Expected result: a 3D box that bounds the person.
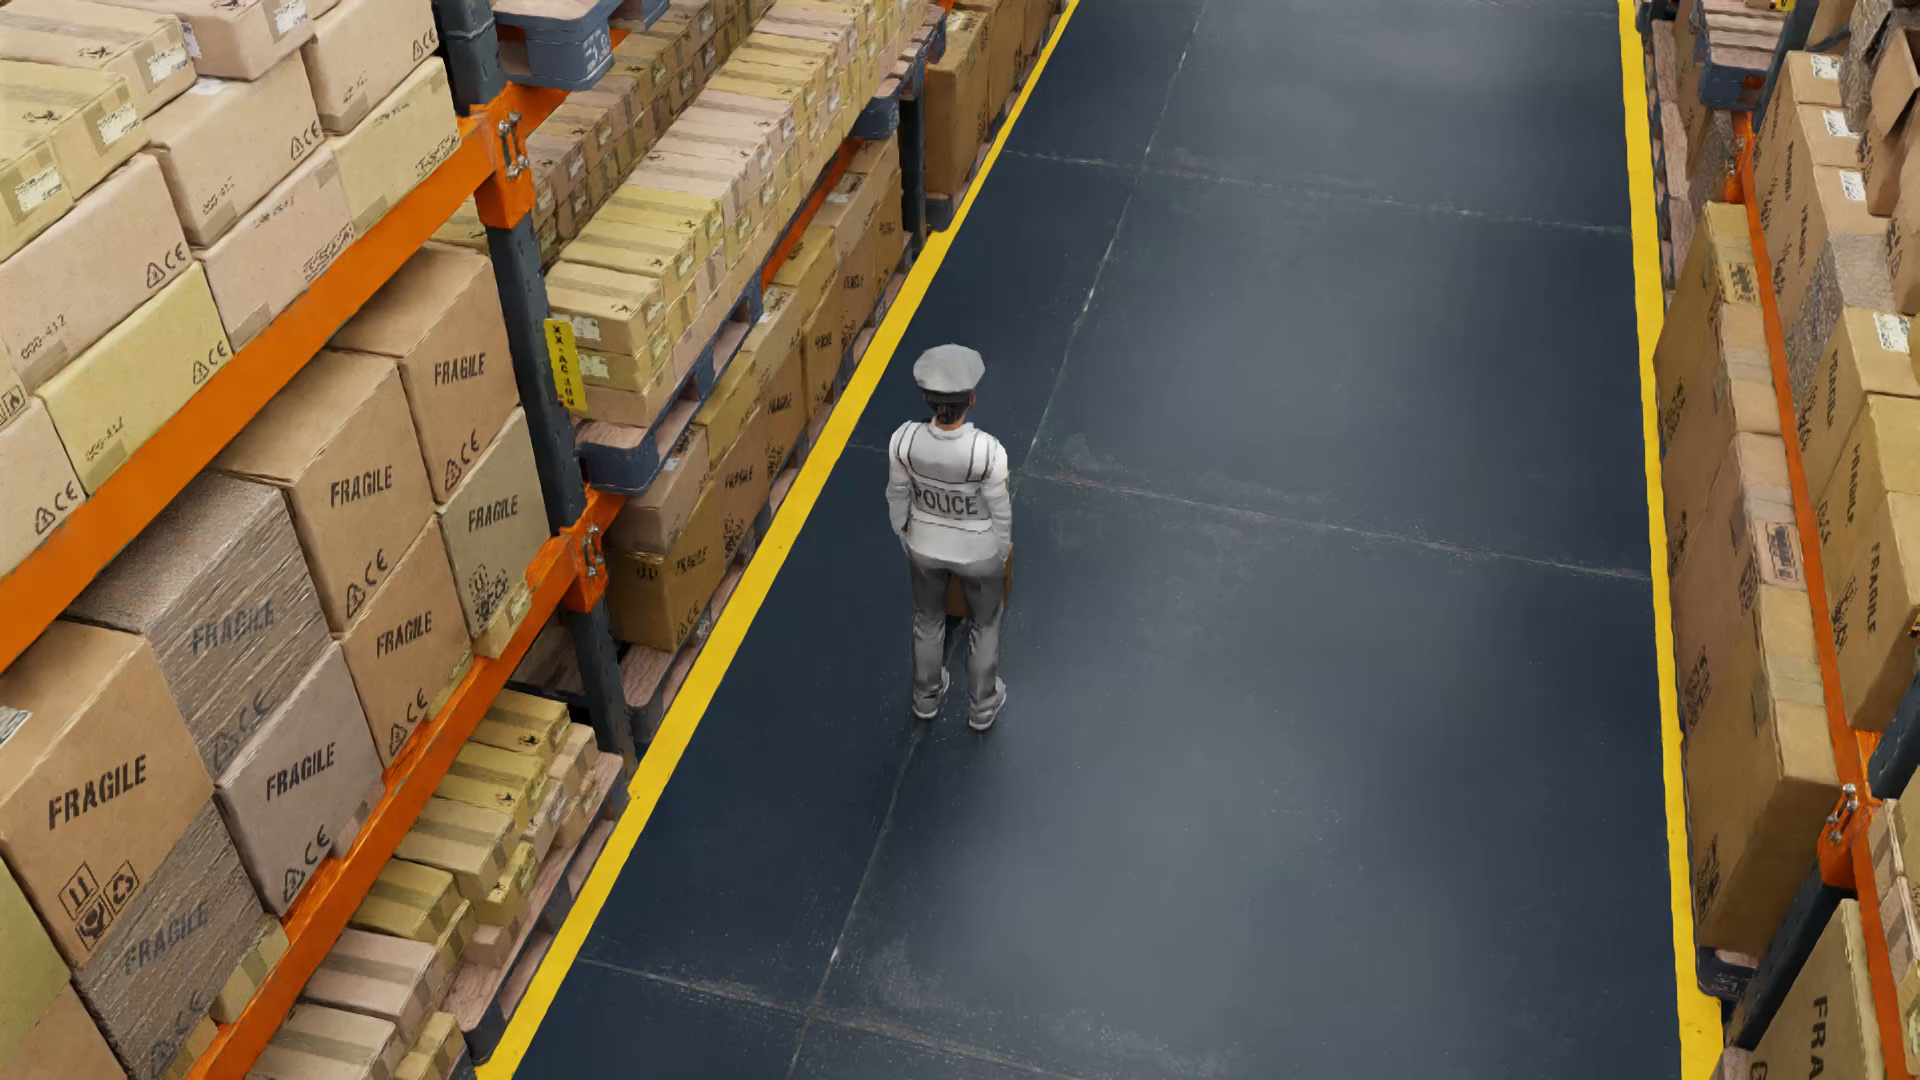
[{"bbox_3d":[-0.031,0.018,6.142,0.469,1.663,0.328,11,42,12],"label":"person"}]
